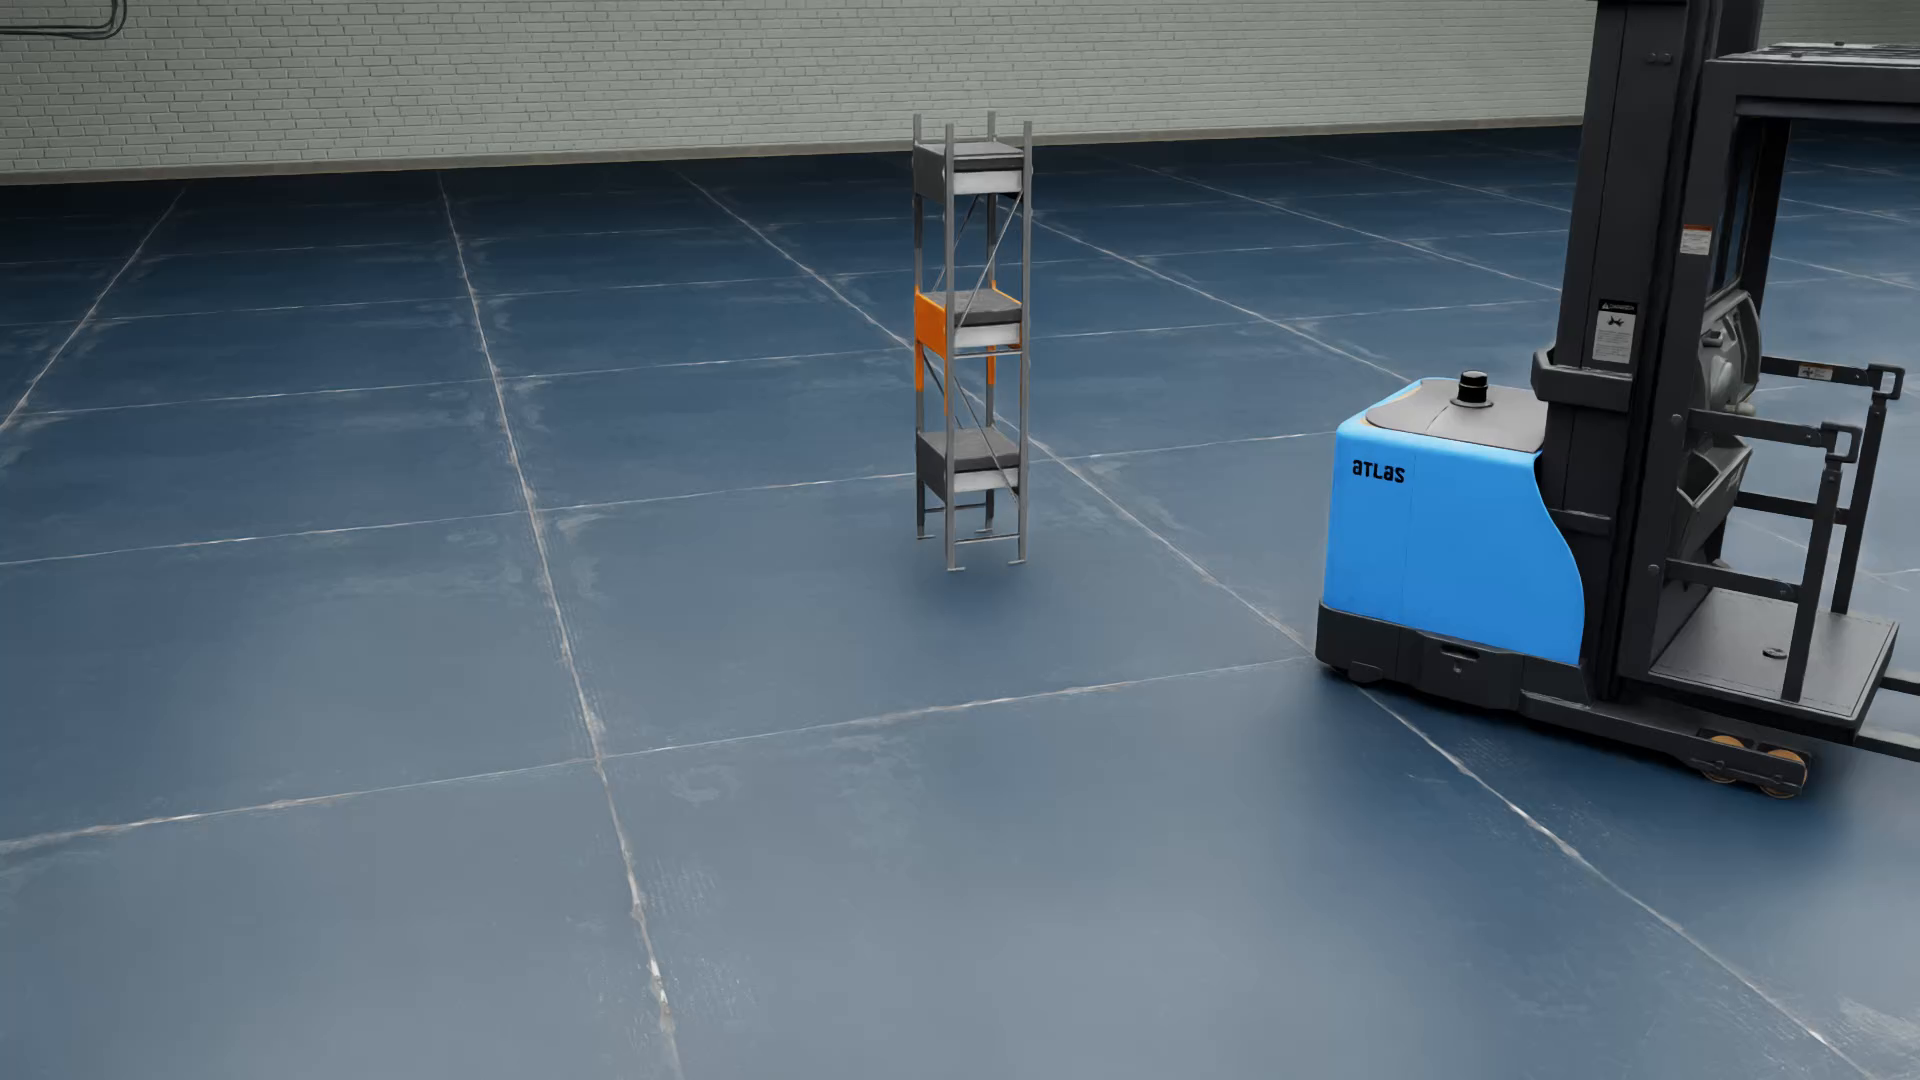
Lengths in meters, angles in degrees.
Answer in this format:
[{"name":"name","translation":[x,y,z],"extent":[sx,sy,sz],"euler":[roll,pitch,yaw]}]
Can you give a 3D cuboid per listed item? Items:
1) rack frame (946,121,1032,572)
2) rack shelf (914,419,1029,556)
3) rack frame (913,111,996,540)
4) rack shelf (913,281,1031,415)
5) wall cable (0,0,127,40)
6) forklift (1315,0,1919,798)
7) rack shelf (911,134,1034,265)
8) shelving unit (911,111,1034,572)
[{"name":"rack frame","translation":[0.129,-0.857,7.696],"extent":[0.400,2.100,0.015],"euler":[-6,21,-17]},{"name":"rack shelf","translation":[0.052,-0.263,8.155],"extent":[0.431,0.518,0.480],"euler":[-6,21,-17]},{"name":"rack frame","translation":[-0.025,-1.013,8.132],"extent":[0.400,2.100,0.015],"euler":[-6,21,-17]},{"name":"rack shelf","translation":[0.052,-0.922,7.918],"extent":[0.431,0.518,0.480],"euler":[-6,21,-17]},{"name":"wall cable","translation":[-11.722,-7.193,19.724],"extent":[3.097,2.526,0.112],"euler":[-6,21,-17]},{"name":"forklift","translation":[2.965,-0.671,5.949],"extent":[3.031,2.935,1.130],"euler":[13,24,33]},{"name":"rack shelf","translation":[0.052,-1.581,7.682],"extent":[0.431,0.518,0.480],"euler":[-6,21,-17]},{"name":"shelving unit","translation":[0.052,-0.935,7.914],"extent":[0.431,2.100,0.503],"euler":[-6,21,-17]}]
